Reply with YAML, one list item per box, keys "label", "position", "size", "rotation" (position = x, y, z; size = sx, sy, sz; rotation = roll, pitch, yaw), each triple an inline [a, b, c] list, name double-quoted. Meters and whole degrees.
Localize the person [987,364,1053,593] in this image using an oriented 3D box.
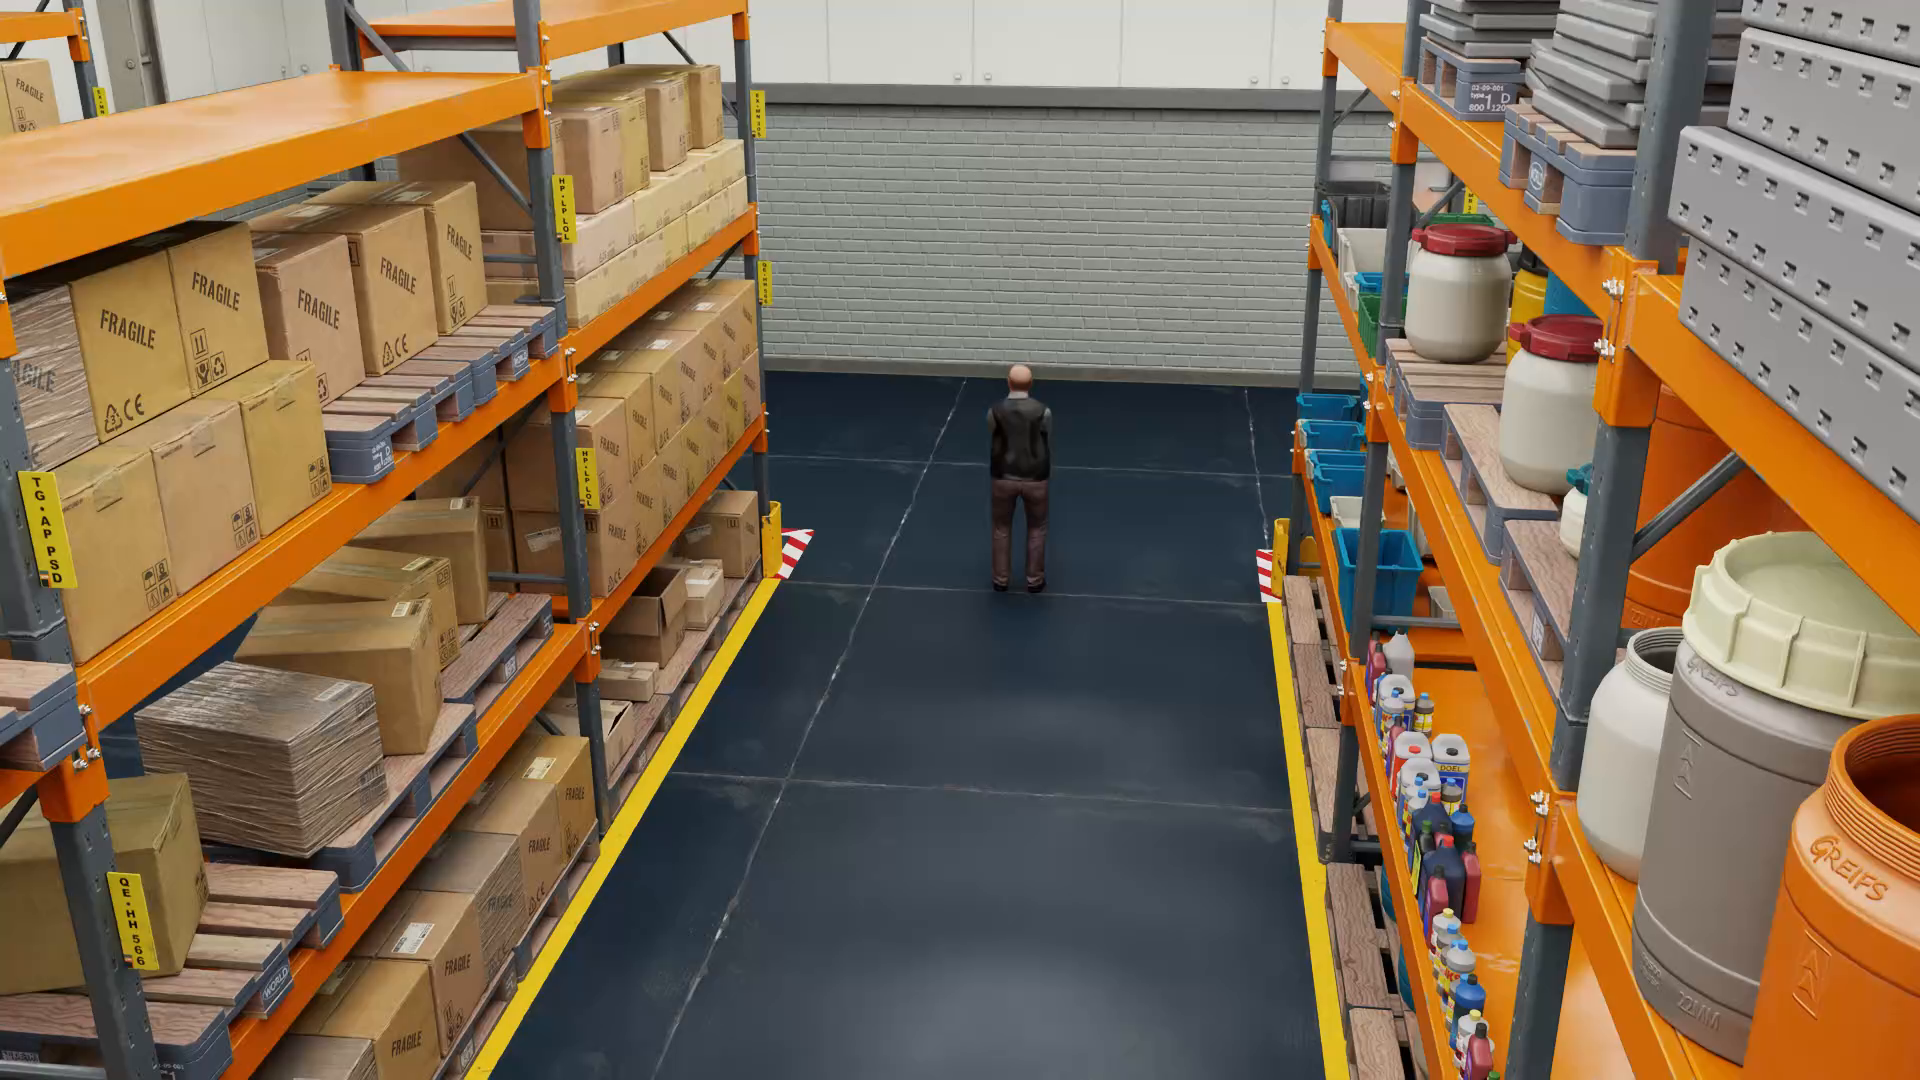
- label: "person"
  position: [0.437, -0.467, 12.367]
  size: [0.486, 1.703, 0.582]
  rotation: [2, 21, 5]
